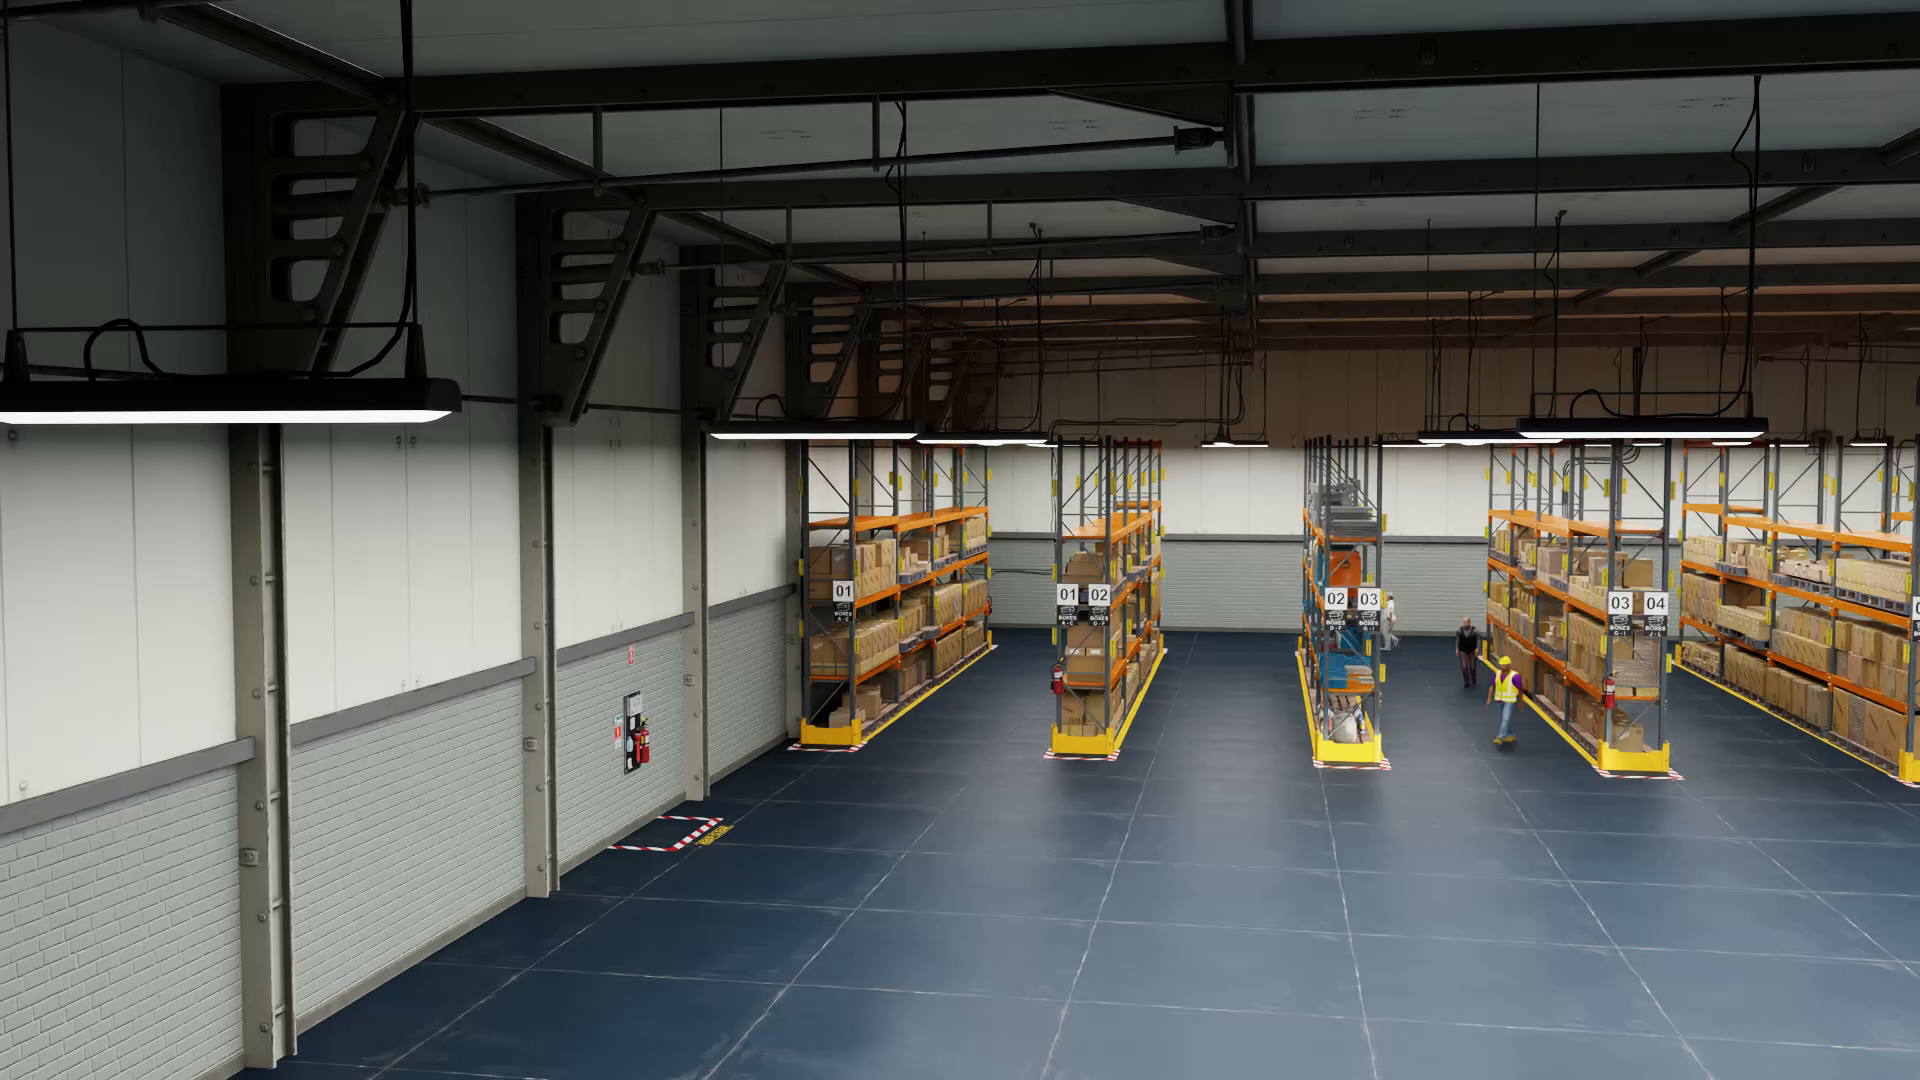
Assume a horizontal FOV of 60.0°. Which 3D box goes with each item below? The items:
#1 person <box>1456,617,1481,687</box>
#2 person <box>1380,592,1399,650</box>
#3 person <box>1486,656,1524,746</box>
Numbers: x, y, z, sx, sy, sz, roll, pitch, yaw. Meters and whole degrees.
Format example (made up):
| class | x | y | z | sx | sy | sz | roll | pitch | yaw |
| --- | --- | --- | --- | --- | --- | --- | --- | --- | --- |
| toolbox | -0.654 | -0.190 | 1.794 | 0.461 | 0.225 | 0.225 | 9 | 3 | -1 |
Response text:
| class | x | y | z | sx | sy | sz | roll | pitch | yaw |
| --- | --- | --- | --- | --- | --- | --- | --- | --- | --- |
| person | 12.328 | 2.700 | 40.309 | 0.600 | 1.702 | 0.617 | 1 | 3 | 23 |
| person | 12.283 | 2.311 | 47.479 | 0.555 | 1.649 | 0.493 | 0 | 3 | 7 |
| person | 10.498 | 3.104 | 32.178 | 1.085 | 1.698 | 0.599 | -2 | 4 | -38 |
